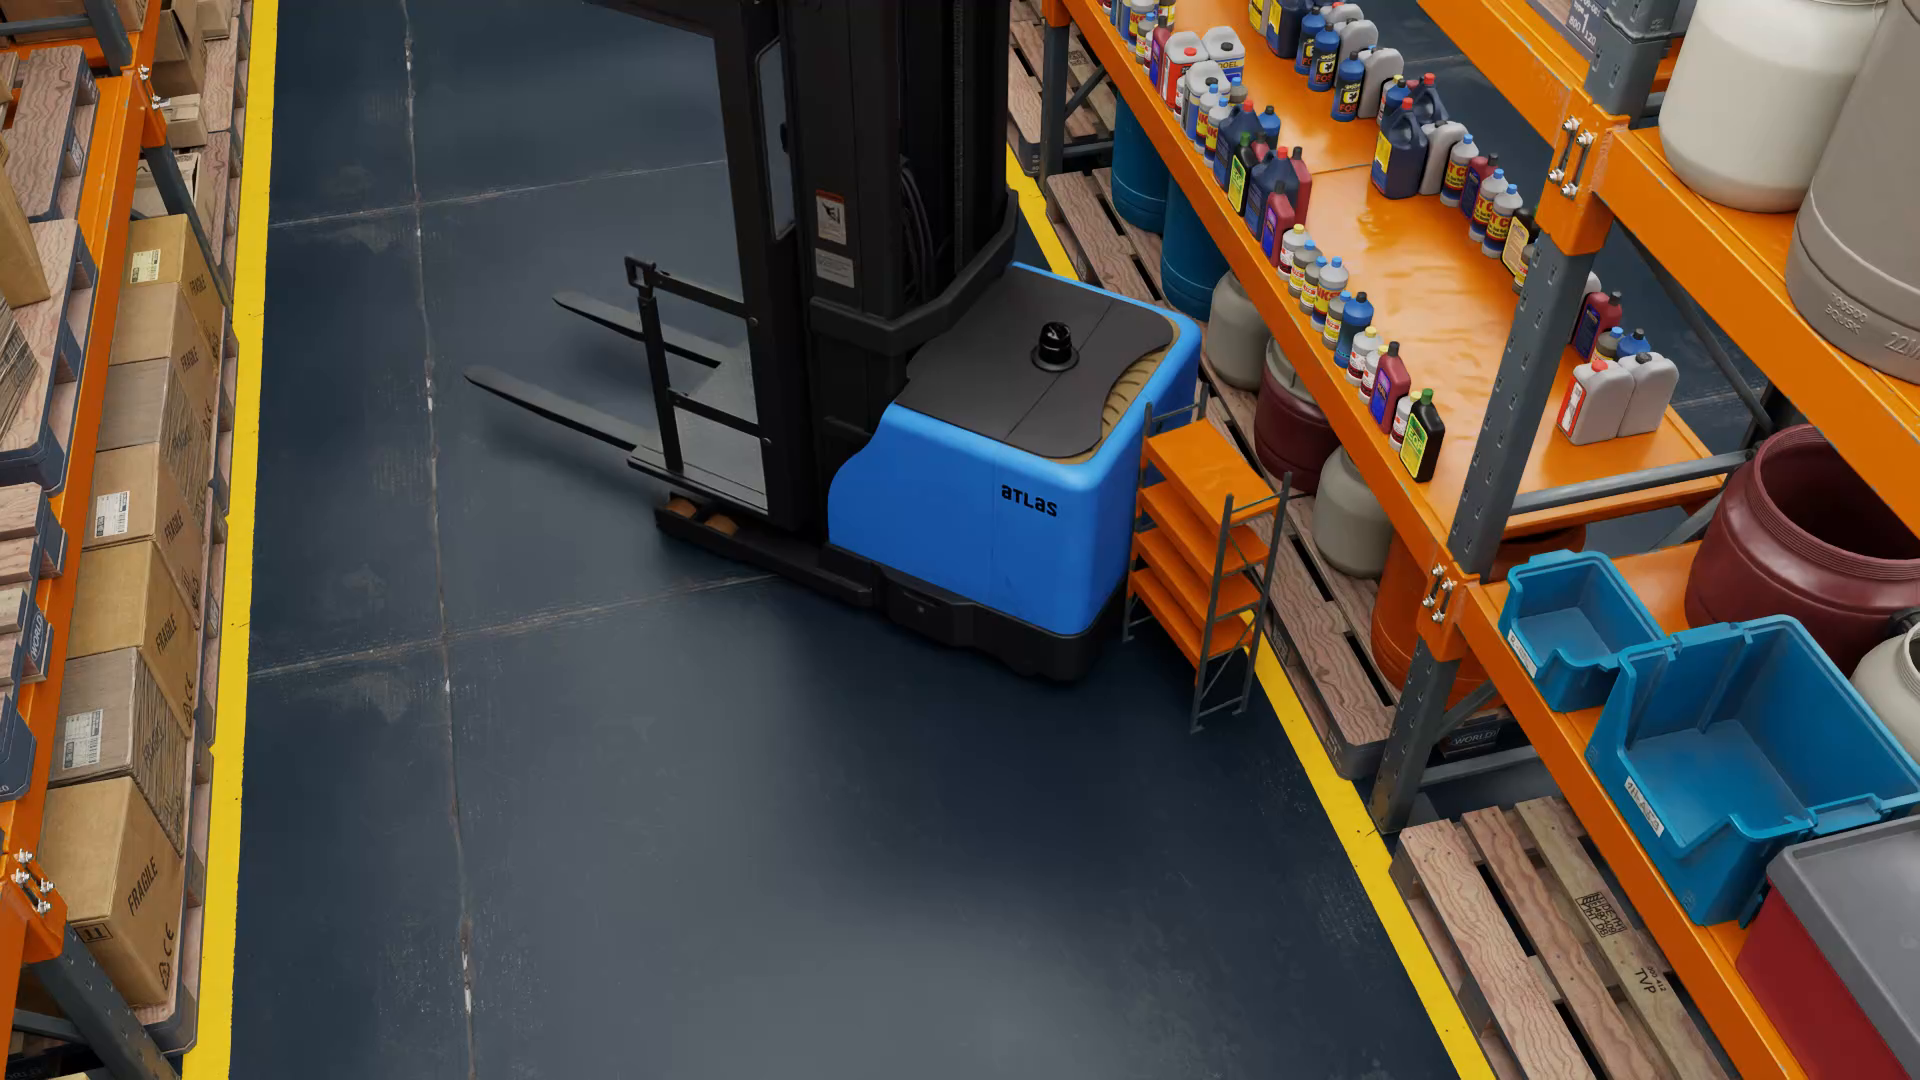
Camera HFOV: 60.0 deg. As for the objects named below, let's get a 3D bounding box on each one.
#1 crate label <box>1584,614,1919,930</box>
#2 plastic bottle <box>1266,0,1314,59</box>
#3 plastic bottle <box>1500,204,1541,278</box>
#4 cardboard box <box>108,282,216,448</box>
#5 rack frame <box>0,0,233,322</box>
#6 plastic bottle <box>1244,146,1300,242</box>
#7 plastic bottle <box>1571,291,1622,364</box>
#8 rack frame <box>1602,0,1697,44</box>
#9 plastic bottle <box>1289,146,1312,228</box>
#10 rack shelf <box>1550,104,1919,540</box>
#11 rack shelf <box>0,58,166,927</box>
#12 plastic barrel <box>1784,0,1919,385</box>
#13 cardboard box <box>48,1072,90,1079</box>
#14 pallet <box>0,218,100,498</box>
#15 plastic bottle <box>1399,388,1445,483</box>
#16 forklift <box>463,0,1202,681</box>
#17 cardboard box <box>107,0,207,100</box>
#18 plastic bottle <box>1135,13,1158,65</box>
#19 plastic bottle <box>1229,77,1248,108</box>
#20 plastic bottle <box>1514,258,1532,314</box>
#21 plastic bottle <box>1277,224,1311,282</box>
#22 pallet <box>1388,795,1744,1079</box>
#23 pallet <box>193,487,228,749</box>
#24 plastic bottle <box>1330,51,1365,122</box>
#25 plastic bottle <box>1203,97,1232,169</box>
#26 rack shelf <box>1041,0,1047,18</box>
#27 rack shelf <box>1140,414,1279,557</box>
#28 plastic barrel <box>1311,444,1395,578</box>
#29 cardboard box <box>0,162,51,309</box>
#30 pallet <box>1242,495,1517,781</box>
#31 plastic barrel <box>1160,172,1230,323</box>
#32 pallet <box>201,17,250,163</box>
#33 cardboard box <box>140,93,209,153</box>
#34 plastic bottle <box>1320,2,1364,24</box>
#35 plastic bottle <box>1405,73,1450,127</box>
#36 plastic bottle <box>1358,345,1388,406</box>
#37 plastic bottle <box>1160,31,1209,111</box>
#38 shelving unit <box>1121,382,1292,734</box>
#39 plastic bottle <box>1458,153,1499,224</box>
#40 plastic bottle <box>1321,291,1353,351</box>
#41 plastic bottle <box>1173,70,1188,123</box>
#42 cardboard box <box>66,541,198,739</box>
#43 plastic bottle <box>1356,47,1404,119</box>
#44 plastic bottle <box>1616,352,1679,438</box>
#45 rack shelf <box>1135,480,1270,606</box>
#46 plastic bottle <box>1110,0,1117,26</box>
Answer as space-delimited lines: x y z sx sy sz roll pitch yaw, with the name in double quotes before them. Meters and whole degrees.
"crate label" 1.917 0.564 4.072 0.502 0.435 0.616 -11 47 -10
"plastic bottle" 1.359 -2.175 6.815 0.144 0.351 0.185 -11 47 -10
"plastic bottle" 1.958 -1.056 5.766 0.061 0.283 0.133 -11 47 -10
"cardboard box" -3.368 -0.665 6.744 0.500 0.500 0.500 -11 47 -10
"rack frame" -3.890 -2.017 6.627 1.000 3.000 0.127 -11 47 -10
"plastic bottle" 1.115 -1.250 5.909 0.144 0.351 0.185 -11 47 -10
"plastic bottle" 2.085 -0.711 5.428 0.061 0.283 0.133 -11 47 -10
"rack frame" 1.924 -2.259 2.663 1.000 3.000 0.127 -11 47 -10
"plastic bottle" 1.207 -1.262 5.969 0.061 0.283 0.133 -11 47 -10
"rack shelf" 2.436 0.424 2.638 1.077 0.370 4.000 -11 47 -10
"rack shelf" -3.378 -0.385 5.531 1.077 0.370 4.000 -11 47 -10
"plastic barrel" 1.924 -0.778 2.961 0.600 0.901 0.600 0 46 0
"cardboard box" -2.493 1.680 4.242 0.500 0.311 0.500 -10 46 -9
"pallet" -3.368 -0.530 5.304 1.003 0.211 1.213 -11 47 -10
"plastic bottle" 1.408 -0.319 5.044 0.061 0.283 0.133 -11 47 -10
"forklift" -0.648 -1.275 5.947 3.031 2.935 1.130 21 49 20
"cardboard box" -4.375 -2.594 8.632 0.797 0.503 0.637 -11 47 -10
"plastic bottle" 0.772 -2.057 6.805 0.097 0.201 0.097 0 46 0
"plastic bottle" 1.062 -1.698 6.453 0.097 0.201 0.097 0 46 0
"plastic bottle" 1.945 -0.865 5.588 0.097 0.271 0.097 0 46 0
"plastic bottle" 1.162 -1.003 5.772 0.097 0.201 0.097 0 46 0
"pallet" 2.085 1.359 5.270 1.003 0.211 1.213 -11 47 -10
"pallet" -3.329 0.357 6.252 1.003 0.211 1.213 -11 47 -10
"plastic bottle" 1.514 -1.773 6.478 0.097 0.271 0.097 0 46 0
"plastic bottle" 0.974 -1.535 6.244 0.097 0.271 0.097 0 46 0
"rack shelf" 0.388 -4.050 9.122 1.077 0.370 4.000 -11 47 -10
"rack shelf" 0.836 -0.187 5.543 0.258 0.148 0.480 -20 49 -18
"plastic barrel" 1.551 -0.143 6.238 0.421 0.512 0.421 0 46 0
"cardboard box" -3.378 -0.991 5.257 0.700 0.500 0.500 -22 50 -20
"pallet" 1.682 0.280 6.327 1.003 0.211 1.213 -11 47 -10
"plastic barrel" 1.204 -1.465 7.261 0.600 0.901 0.708 -11 47 -10
"pallet" -4.380 -2.360 8.915 1.003 0.211 1.213 -11 47 -10
"cardboard box" -4.019 -2.104 8.388 0.380 0.166 0.250 -11 47 -10
"plastic bottle" 1.536 -2.064 6.759 0.152 0.276 0.135 -11 47 -10
"plastic bottle" 1.733 -1.568 6.221 0.144 0.351 0.185 -11 47 -10
"plastic bottle" 1.337 -0.533 5.311 0.097 0.201 0.097 0 46 0
"plastic bottle" 0.887 -1.849 6.548 0.152 0.276 0.135 -11 47 -10
"shelving unit" 0.836 0.088 5.824 0.258 1.200 0.503 -20 49 -18
"plastic bottle" 1.874 -1.282 5.988 0.061 0.283 0.133 -11 47 -10
"plastic bottle" 1.262 -0.735 5.509 0.097 0.201 0.097 0 46 0
"plastic bottle" 0.890 -1.737 6.492 0.097 0.201 0.097 0 46 0
"cardboard box" -2.969 0.391 5.709 0.500 0.500 0.500 -11 47 -11
"plastic bottle" 1.630 -1.811 6.511 0.152 0.276 0.135 -11 47 -10
"plastic bottle" 2.125 -0.473 5.201 0.152 0.276 0.135 -11 47 -10
"rack shelf" 0.836 -0.022 5.712 0.258 0.148 0.480 -20 49 -18
"plastic bottle" 0.687 -2.309 7.002 0.097 0.271 0.097 0 46 0
